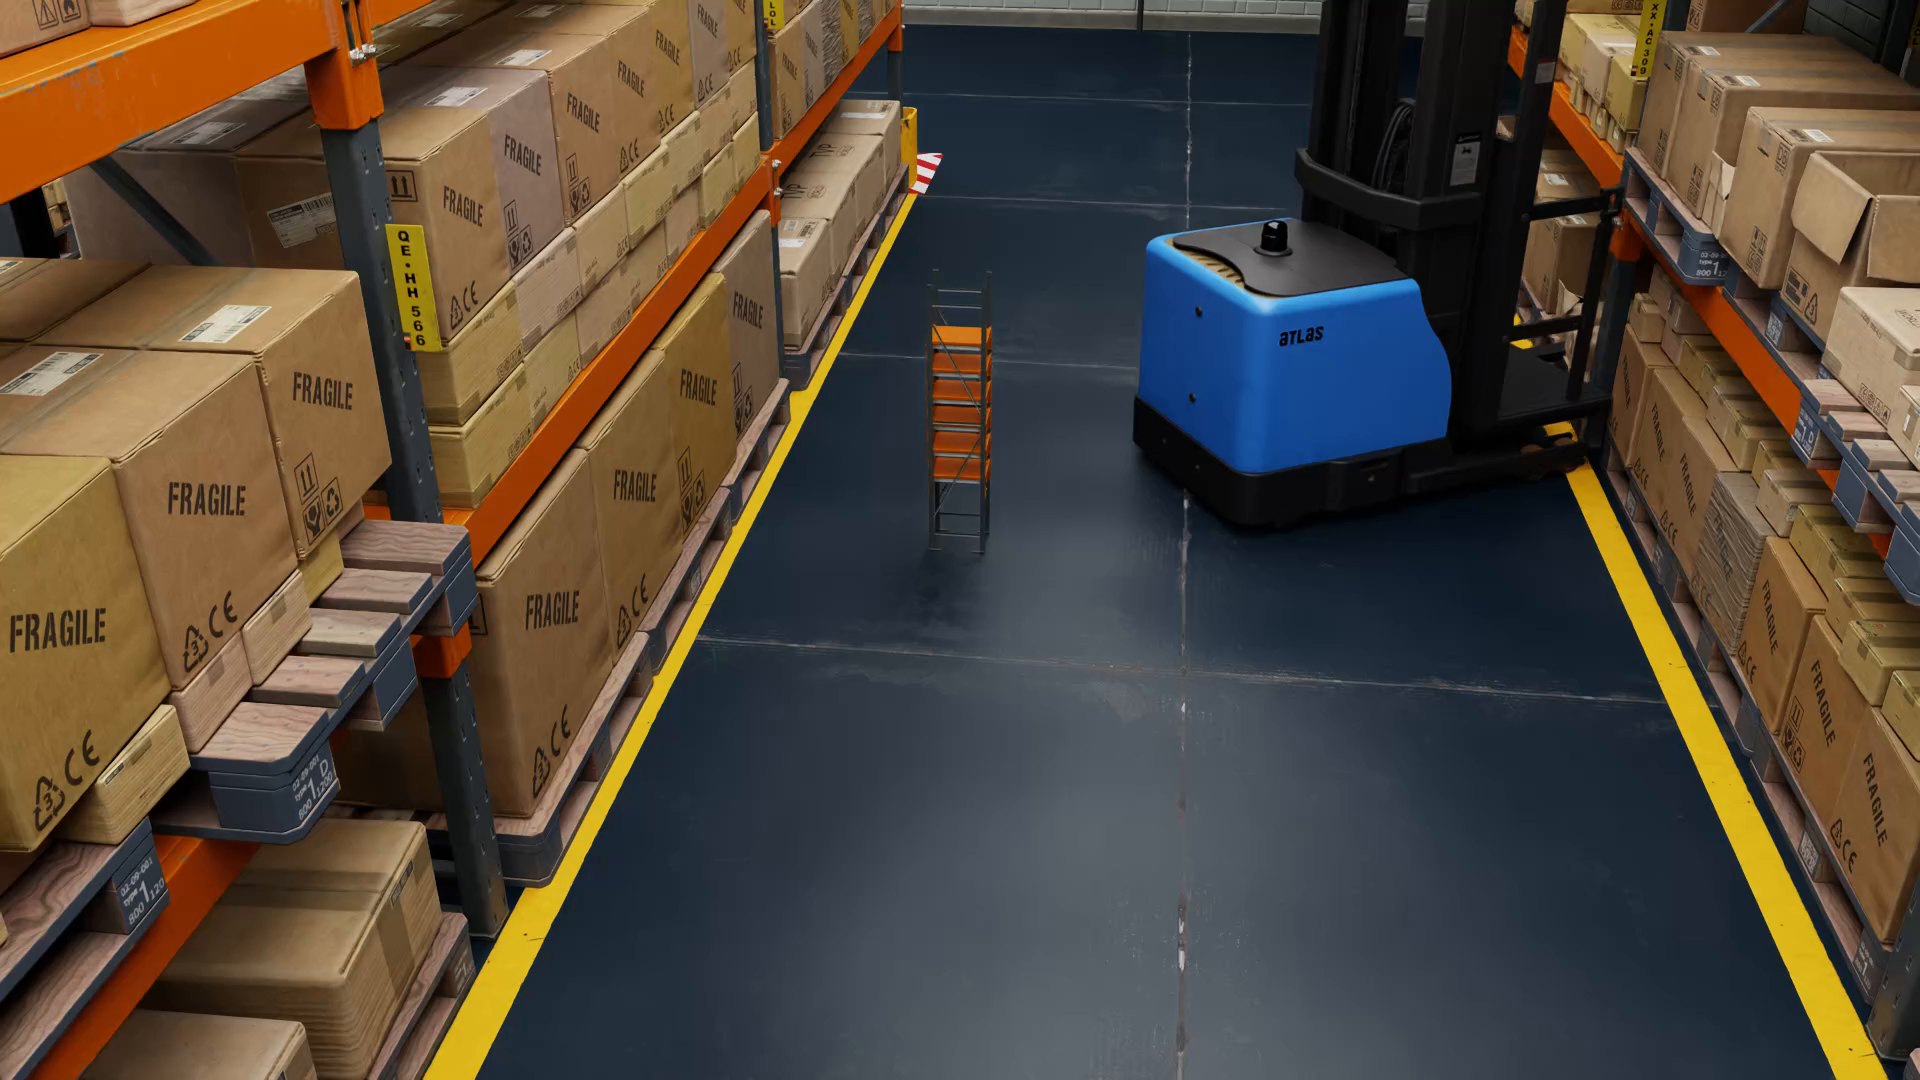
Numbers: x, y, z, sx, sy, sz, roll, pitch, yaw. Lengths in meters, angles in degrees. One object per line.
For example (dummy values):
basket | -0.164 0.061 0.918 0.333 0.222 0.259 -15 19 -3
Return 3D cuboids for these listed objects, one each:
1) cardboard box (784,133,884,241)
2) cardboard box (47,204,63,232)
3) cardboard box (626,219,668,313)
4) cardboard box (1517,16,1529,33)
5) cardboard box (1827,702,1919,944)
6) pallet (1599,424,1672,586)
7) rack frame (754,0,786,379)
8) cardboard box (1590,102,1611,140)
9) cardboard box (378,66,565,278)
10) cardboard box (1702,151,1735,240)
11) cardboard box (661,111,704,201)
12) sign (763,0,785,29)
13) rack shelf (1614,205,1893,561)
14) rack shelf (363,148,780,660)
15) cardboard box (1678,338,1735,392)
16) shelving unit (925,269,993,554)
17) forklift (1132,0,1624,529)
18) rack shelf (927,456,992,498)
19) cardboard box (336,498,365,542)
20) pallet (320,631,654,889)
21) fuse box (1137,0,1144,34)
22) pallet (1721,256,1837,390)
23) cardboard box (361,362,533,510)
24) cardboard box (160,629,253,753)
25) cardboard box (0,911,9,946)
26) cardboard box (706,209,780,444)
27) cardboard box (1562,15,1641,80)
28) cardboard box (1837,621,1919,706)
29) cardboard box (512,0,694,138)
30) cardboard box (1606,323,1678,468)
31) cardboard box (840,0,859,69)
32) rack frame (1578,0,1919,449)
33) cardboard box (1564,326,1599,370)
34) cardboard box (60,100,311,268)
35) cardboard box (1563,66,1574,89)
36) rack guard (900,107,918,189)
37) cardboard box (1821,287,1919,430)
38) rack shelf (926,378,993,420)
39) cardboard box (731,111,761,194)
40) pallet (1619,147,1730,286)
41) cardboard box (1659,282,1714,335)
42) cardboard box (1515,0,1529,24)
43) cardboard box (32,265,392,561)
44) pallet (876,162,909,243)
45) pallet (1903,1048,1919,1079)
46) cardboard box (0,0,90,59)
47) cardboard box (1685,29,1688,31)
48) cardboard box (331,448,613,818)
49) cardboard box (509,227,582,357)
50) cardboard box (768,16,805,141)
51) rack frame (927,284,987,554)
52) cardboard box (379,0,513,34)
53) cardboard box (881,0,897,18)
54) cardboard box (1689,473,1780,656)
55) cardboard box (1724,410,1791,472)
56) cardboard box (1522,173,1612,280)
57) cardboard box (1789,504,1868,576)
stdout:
cardboard box | -0.993 -2.245 10.513 0.875 0.438 0.875 4 29 8
cardboard box | -5.841 -1.989 10.342 0.380 0.149 0.250 3 28 5
cardboard box | -1.406 -1.042 6.179 0.500 0.250 0.500 3 28 6
cardboard box | 3.721 -3.277 10.436 0.380 0.149 0.250 4 29 7
cardboard box | 2.877 0.821 4.757 0.500 0.500 0.500 4 29 8
pallet | 3.467 -0.154 7.313 1.003 0.211 1.213 3 28 6
rack frame | -1.398 -2.053 7.898 1.000 3.000 0.127 3 28 6
cardboard box | 3.335 -2.068 8.191 0.380 0.149 0.250 4 29 8
cardboard box | -1.534 -1.106 4.981 0.500 0.500 0.500 3 29 6
cardboard box | 2.978 -1.260 6.126 0.396 0.266 0.258 5 29 9
cardboard box | -1.322 -1.506 6.513 0.500 0.250 0.500 4 29 7
sign | -0.858 -2.501 7.592 0.100 0.325 0.005 3 28 6
rack shelf | 3.284 -0.508 5.789 1.077 0.370 4.000 3 28 6
rack shelf | -1.643 -0.795 6.321 1.077 0.370 4.000 3 28 6
cardboard box | 3.243 -0.727 6.945 0.380 0.149 0.250 2 28 4
shelving unit | -0.002 -0.521 6.953 0.258 1.200 0.189 3 28 6
forklift | 2.394 -1.786 7.475 3.031 2.935 1.130 -11 30 -20
rack shelf | -0.002 -0.271 7.088 0.258 0.103 0.180 3 28 6
cardboard box | -1.695 -0.076 4.051 0.380 0.149 0.250 4 29 8
pallet | -1.717 0.691 5.745 1.003 0.211 1.213 3 28 6
fuse box | 1.827 -5.834 16.274 0.539 1.711 0.414 3 28 6
pallet | 3.272 -0.715 5.616 1.003 0.211 1.213 3 28 6
cardboard box | -1.578 -0.320 4.839 0.500 0.250 0.500 3 28 5
cardboard box | -1.681 0.293 3.365 0.380 0.149 0.250 2 28 4
cardboard box | -1.806 0.657 2.689 0.380 0.149 0.250 2 28 5
cardboard box | -1.395 -1.006 7.752 0.875 0.875 0.875 4 29 8
cardboard box | 3.470 -2.556 8.676 0.500 0.250 0.500 3 28 6
cardboard box | 2.850 0.369 4.911 0.380 0.149 0.250 2 28 4
cardboard box | -1.341 -1.831 6.326 0.500 0.500 0.500 4 29 8
cardboard box | 3.246 -0.636 7.461 0.500 0.500 0.500 5 29 8
cardboard box | -0.884 -3.016 9.579 0.500 0.500 0.500 4 29 8
rack frame | 3.529 -1.766 7.366 1.000 3.000 0.127 3 28 6
cardboard box | 3.306 -0.975 8.461 0.380 0.149 0.250 3 28 5
cardboard box | -2.084 -0.913 4.622 0.500 0.500 0.500 3 28 5
cardboard box | 3.524 -2.546 9.078 0.380 0.149 0.250 3 28 6
rack guard | -0.905 -2.847 12.007 1.175 0.500 0.348 3 28 6
cardboard box | 2.847 -0.518 4.764 0.500 0.250 0.500 2 28 4
rack shelf | -0.002 -0.588 6.917 0.258 0.103 0.180 3 28 6
cardboard box | -1.203 -1.761 7.515 0.500 0.250 0.500 3 28 5
pallet | 3.323 -1.312 6.725 1.003 0.211 1.213 3 28 6
cardboard box | 3.236 -0.989 7.118 0.380 0.149 0.250 2 28 4
cardboard box | 3.634 -3.279 10.018 0.500 0.250 0.500 4 29 7
cardboard box | -1.668 -0.300 3.782 0.500 0.500 0.500 3 28 5
pallet | -0.928 -2.327 11.347 1.003 0.211 1.213 3 28 6
pallet | 2.899 1.729 3.817 1.003 0.211 1.213 3 28 6
cardboard box | -2.014 -1.089 2.841 0.700 0.500 0.500 3 28 6
cardboard box | 3.977 -2.528 8.624 0.500 0.250 0.500 4 29 7
cardboard box | -1.721 0.260 5.402 0.875 0.875 0.875 3 28 6
cardboard box | -1.517 -0.792 5.188 0.500 0.250 0.500 4 29 7
cardboard box | -1.081 -2.303 8.256 0.500 0.500 0.500 4 29 8
rack frame | -0.013 -0.478 6.873 0.240 1.200 0.006 3 28 6
cardboard box | -1.893 -1.626 5.946 0.500 0.500 0.500 3 28 5
cardboard box | -0.704 -3.737 10.919 0.500 0.500 0.500 4 29 6
cardboard box | 3.055 0.094 6.107 0.500 0.500 0.500 2 28 4
cardboard box | 3.123 -0.365 6.273 0.380 0.149 0.250 4 29 8
cardboard box | 3.542 -1.808 9.636 0.500 0.500 0.500 4 29 7
cardboard box | 3.034 0.009 5.580 0.380 0.149 0.250 3 28 5
